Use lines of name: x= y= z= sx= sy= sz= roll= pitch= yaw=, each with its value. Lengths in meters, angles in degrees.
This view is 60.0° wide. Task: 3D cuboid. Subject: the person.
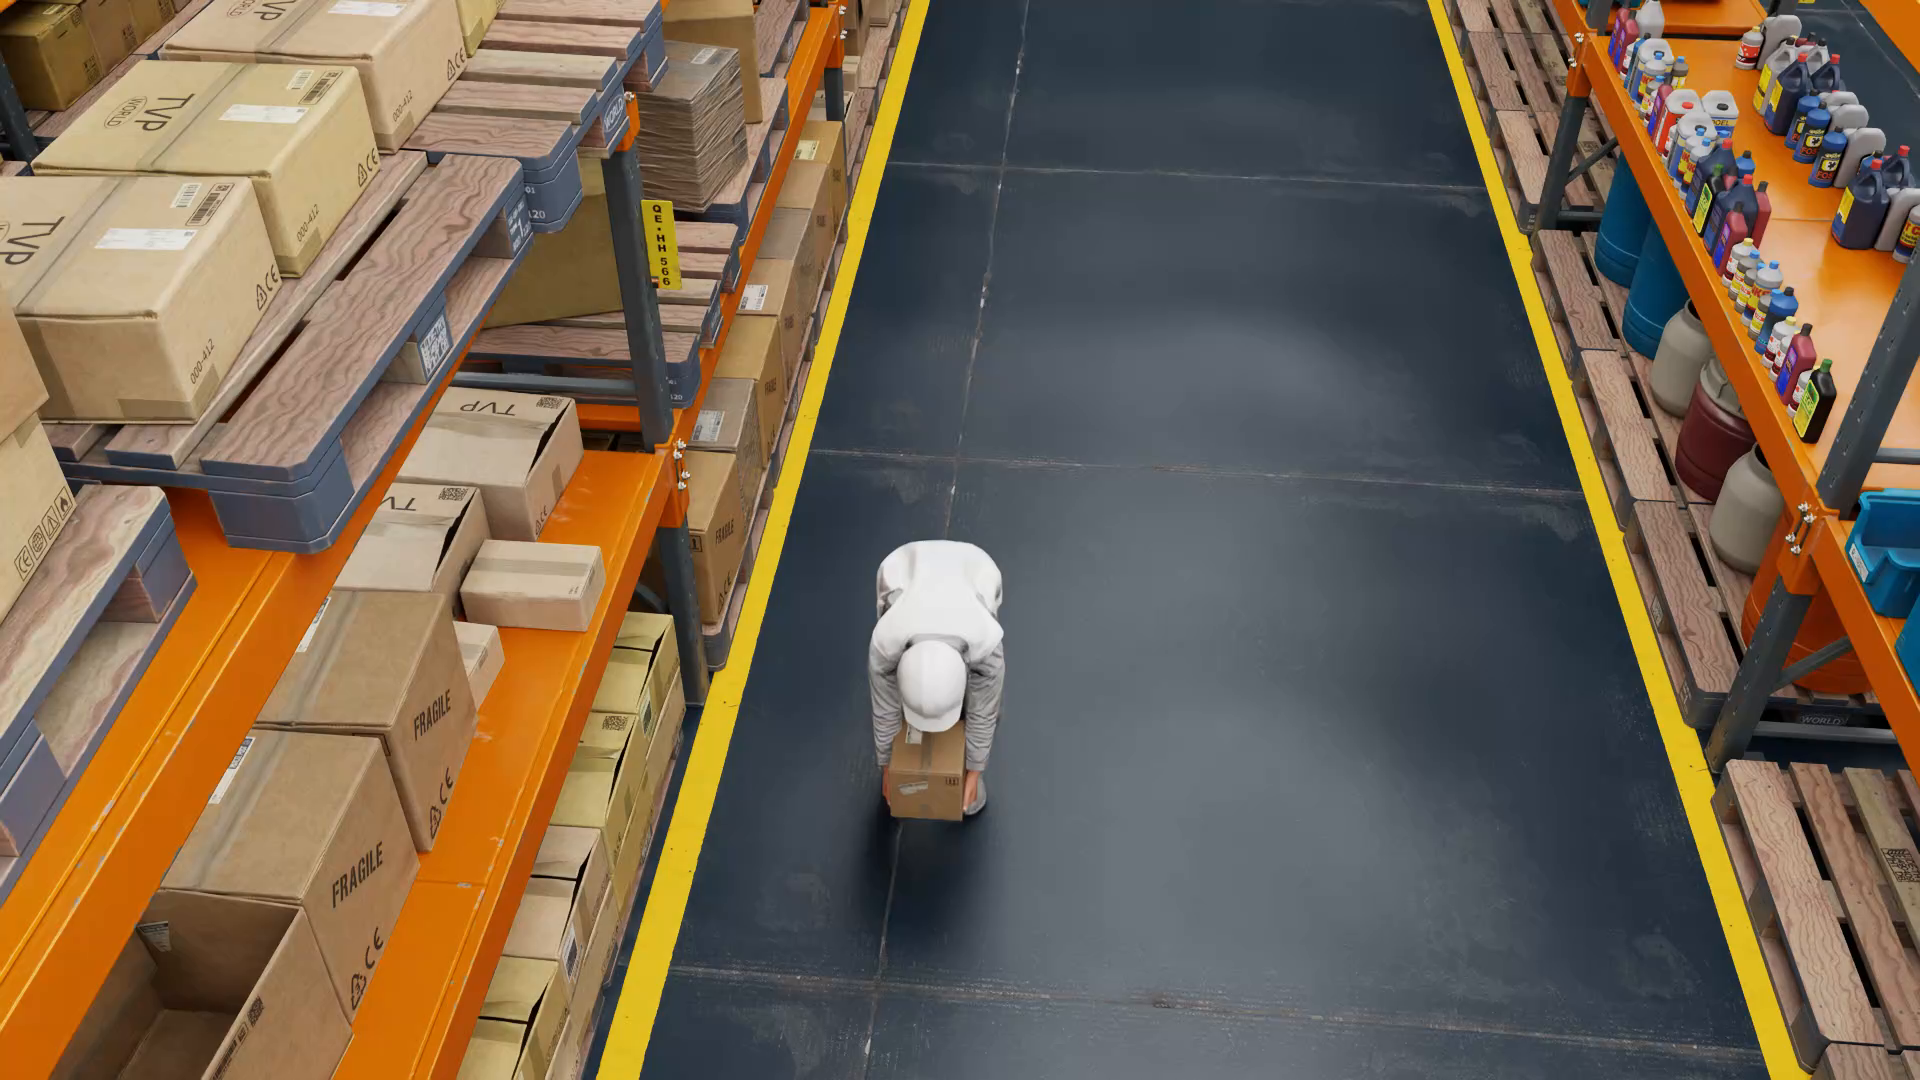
person: x=-0.081 y=0.551 z=5.859 sx=0.477 sy=1.282 sz=0.959 roll=2 pitch=40 yaw=3
